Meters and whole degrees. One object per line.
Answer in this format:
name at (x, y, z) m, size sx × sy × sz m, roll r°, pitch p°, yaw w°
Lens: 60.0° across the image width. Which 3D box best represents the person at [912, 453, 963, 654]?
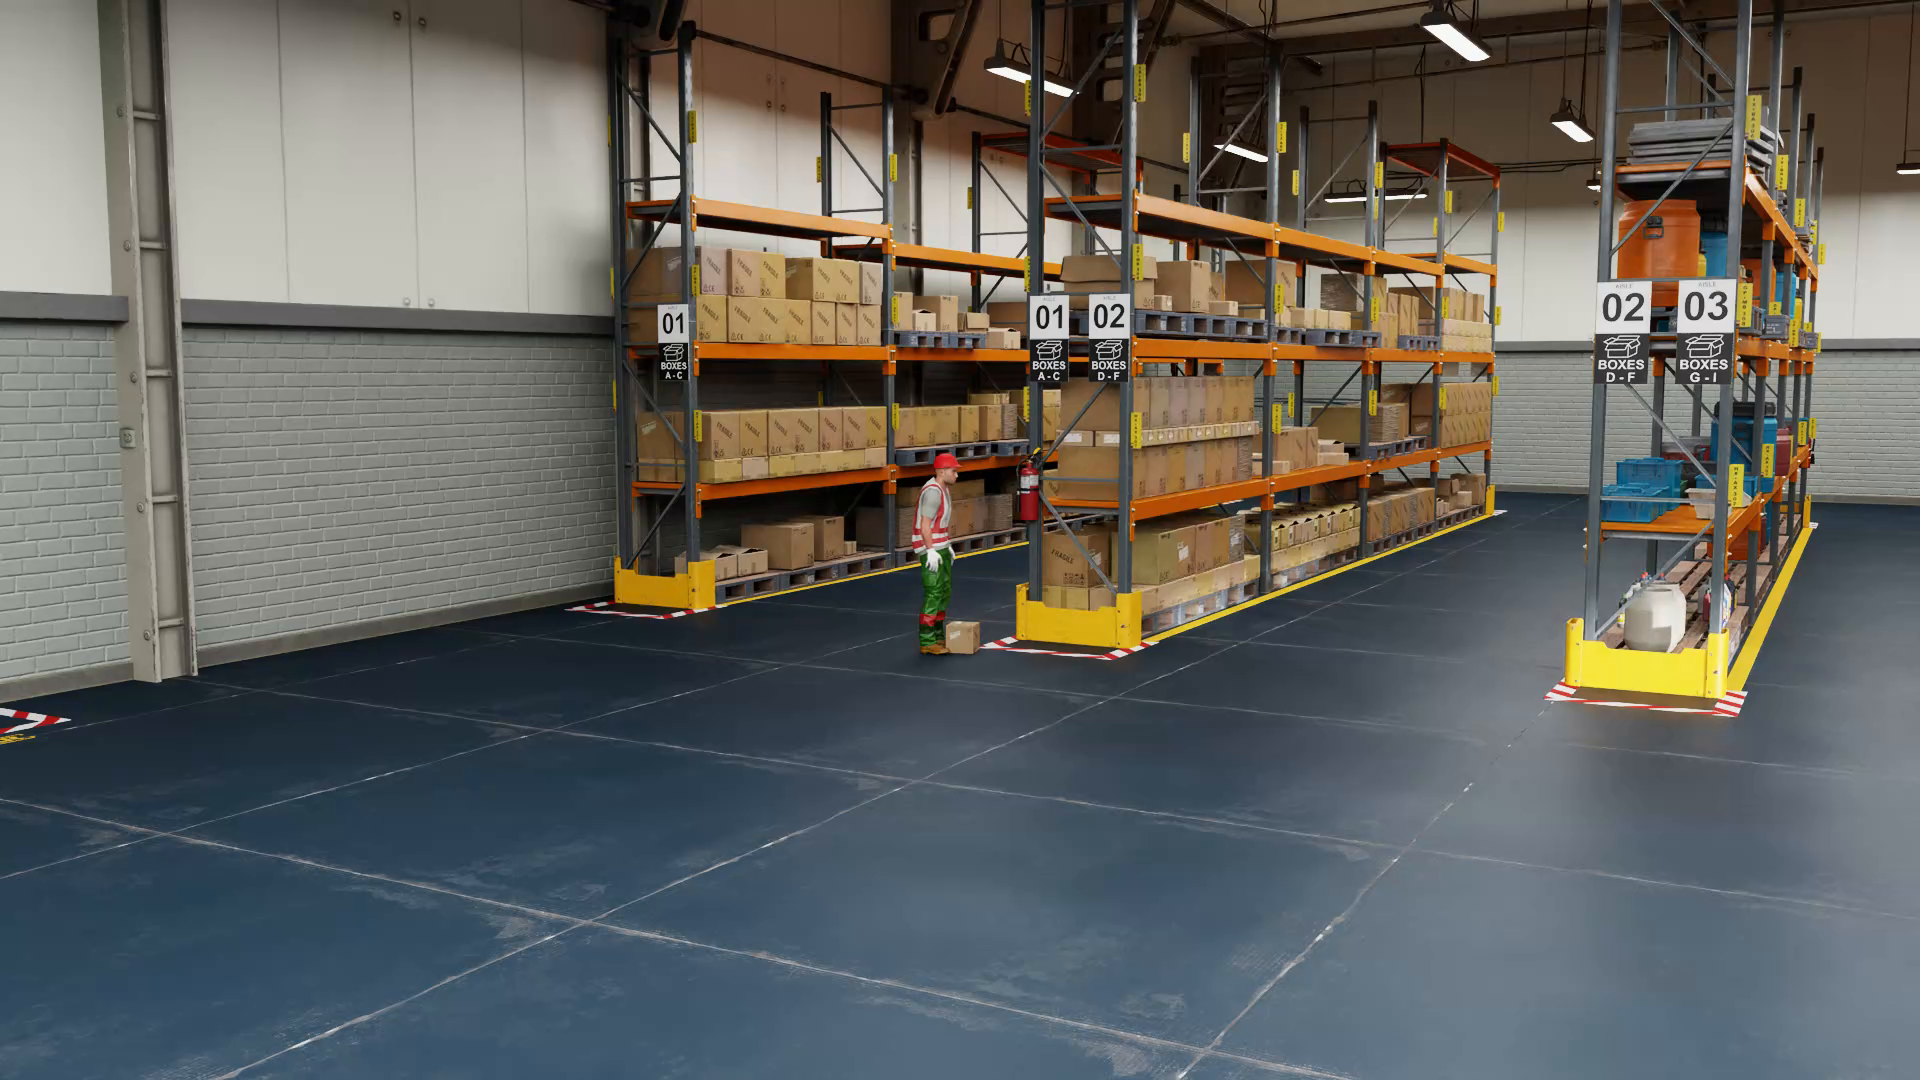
person at (-0.189, 0.111, 14.920) m, size 0.454 × 1.779 × 0.619 m, roll 2°, pitch 6°, yaw 15°
